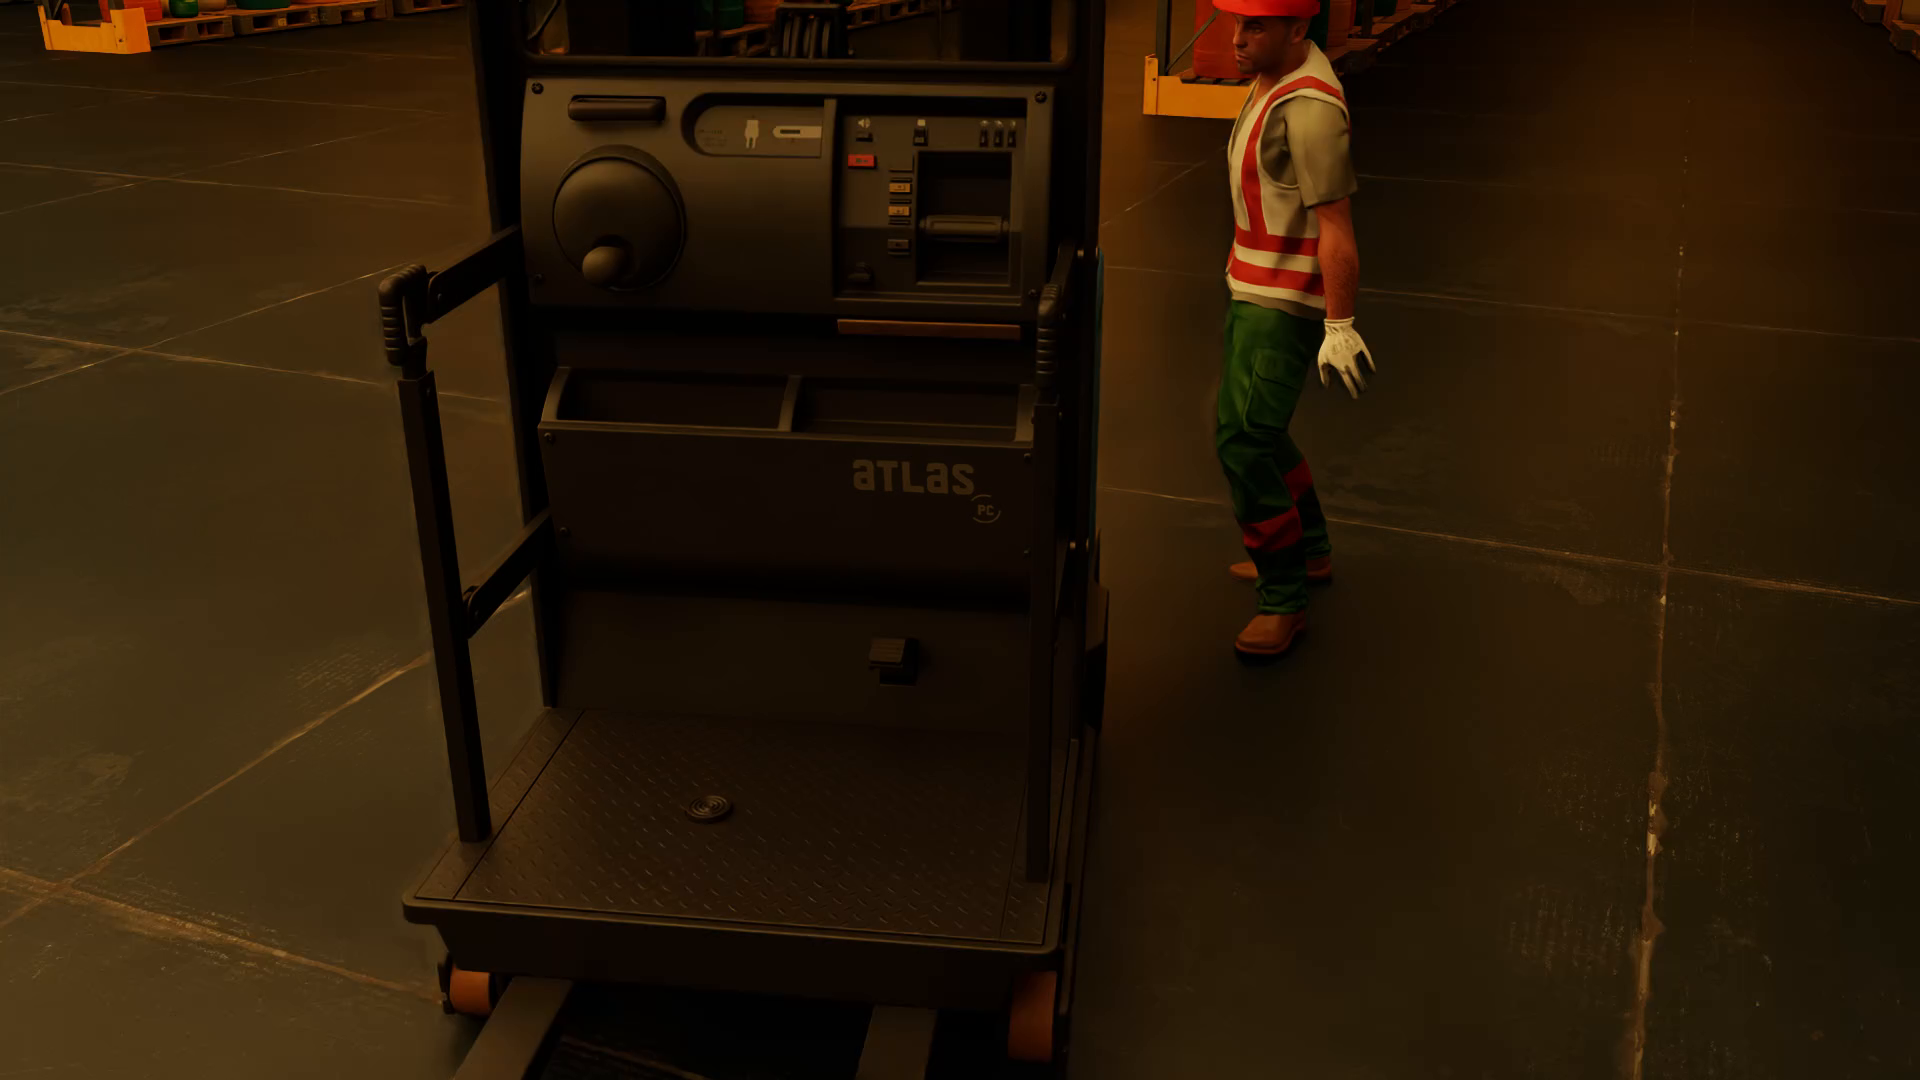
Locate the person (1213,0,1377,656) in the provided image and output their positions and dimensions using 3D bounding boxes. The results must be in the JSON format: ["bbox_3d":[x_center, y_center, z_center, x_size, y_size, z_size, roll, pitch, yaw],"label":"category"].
[{"bbox_3d":[0.844,-0.636,4.396,0.460,1.750,0.885,1,23,2],"label":"person"}]

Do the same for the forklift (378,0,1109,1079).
[{"bbox_3d":[-0.328,-0.580,2.681,1.130,2.935,3.031,3,23,7],"label":"forklift"}]
